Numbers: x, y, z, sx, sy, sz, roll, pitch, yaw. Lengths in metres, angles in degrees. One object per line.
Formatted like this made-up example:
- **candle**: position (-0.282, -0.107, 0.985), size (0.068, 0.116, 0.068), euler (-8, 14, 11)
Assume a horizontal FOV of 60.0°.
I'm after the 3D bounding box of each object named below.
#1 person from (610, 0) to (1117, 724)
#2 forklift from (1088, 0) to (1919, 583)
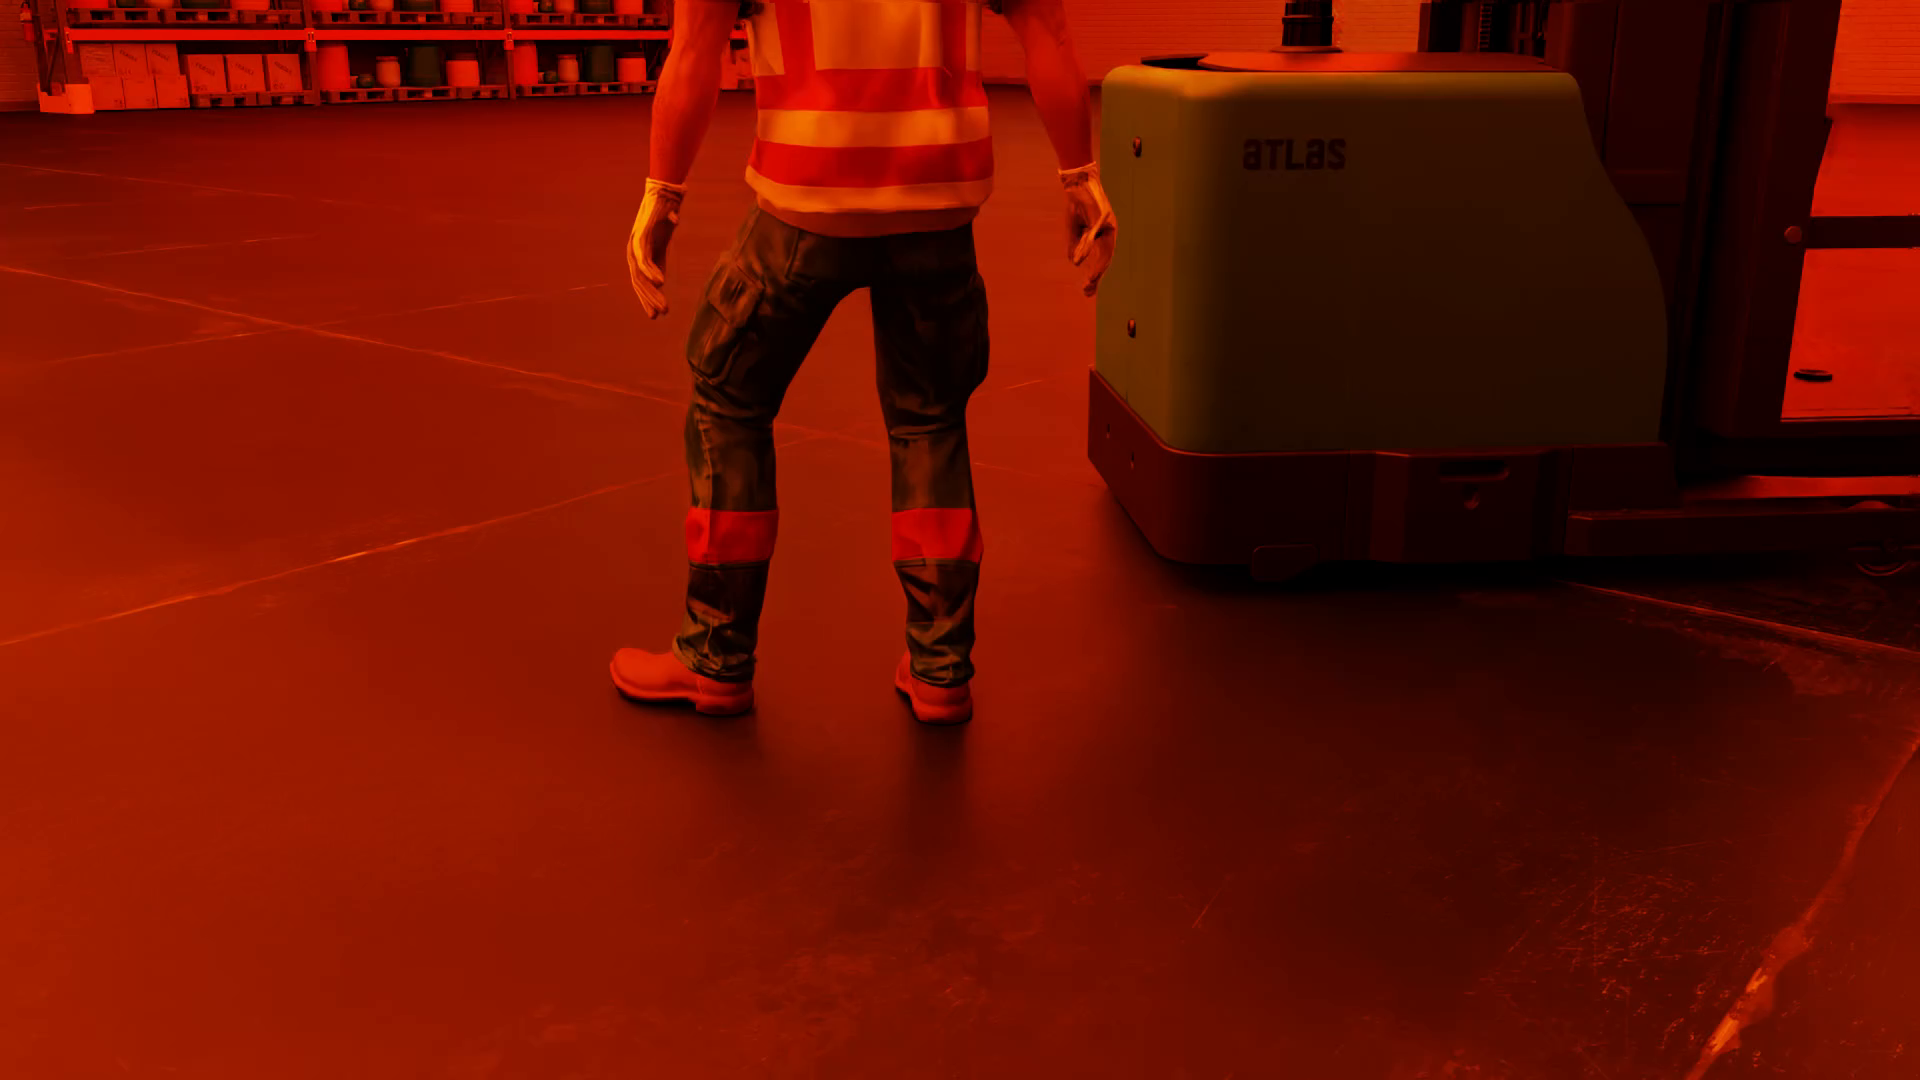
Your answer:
- **person**: position (-0.189, -0.563, 2.798), size (0.868, 1.749, 0.437), euler (-5, 18, -15)
- **forklift**: position (1.890, -1.473, 3.748), size (3.031, 2.935, 1.130), euler (-2, 17, -6)
